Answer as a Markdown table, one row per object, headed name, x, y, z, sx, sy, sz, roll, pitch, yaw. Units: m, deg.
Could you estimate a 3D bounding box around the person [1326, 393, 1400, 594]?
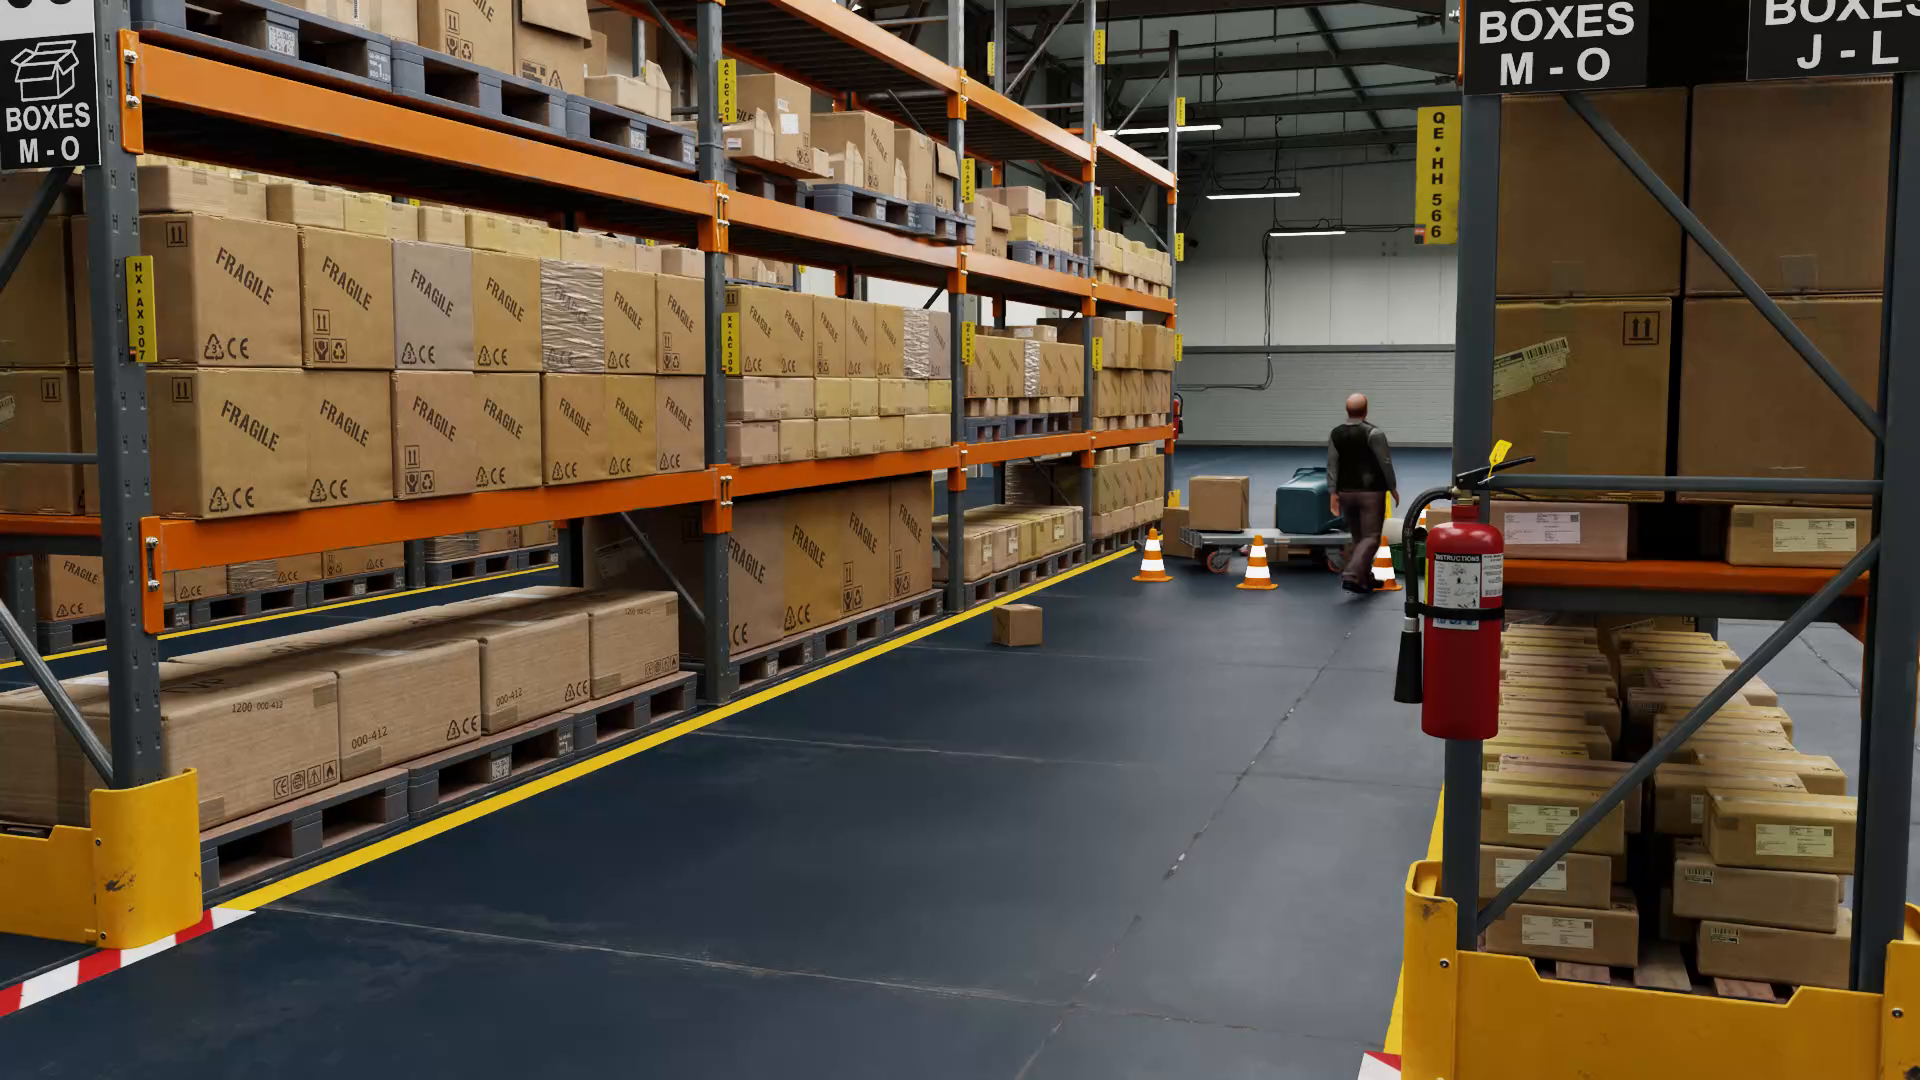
| name | x | y | z | sx | sy | sz | roll | pitch | yaw |
| --- | --- | --- | --- | --- | --- | --- | --- | --- | --- |
| person | 3.383 | -0.378 | 13.856 | 0.904 | 1.687 | 0.536 | -5 | 7 | -41 |
